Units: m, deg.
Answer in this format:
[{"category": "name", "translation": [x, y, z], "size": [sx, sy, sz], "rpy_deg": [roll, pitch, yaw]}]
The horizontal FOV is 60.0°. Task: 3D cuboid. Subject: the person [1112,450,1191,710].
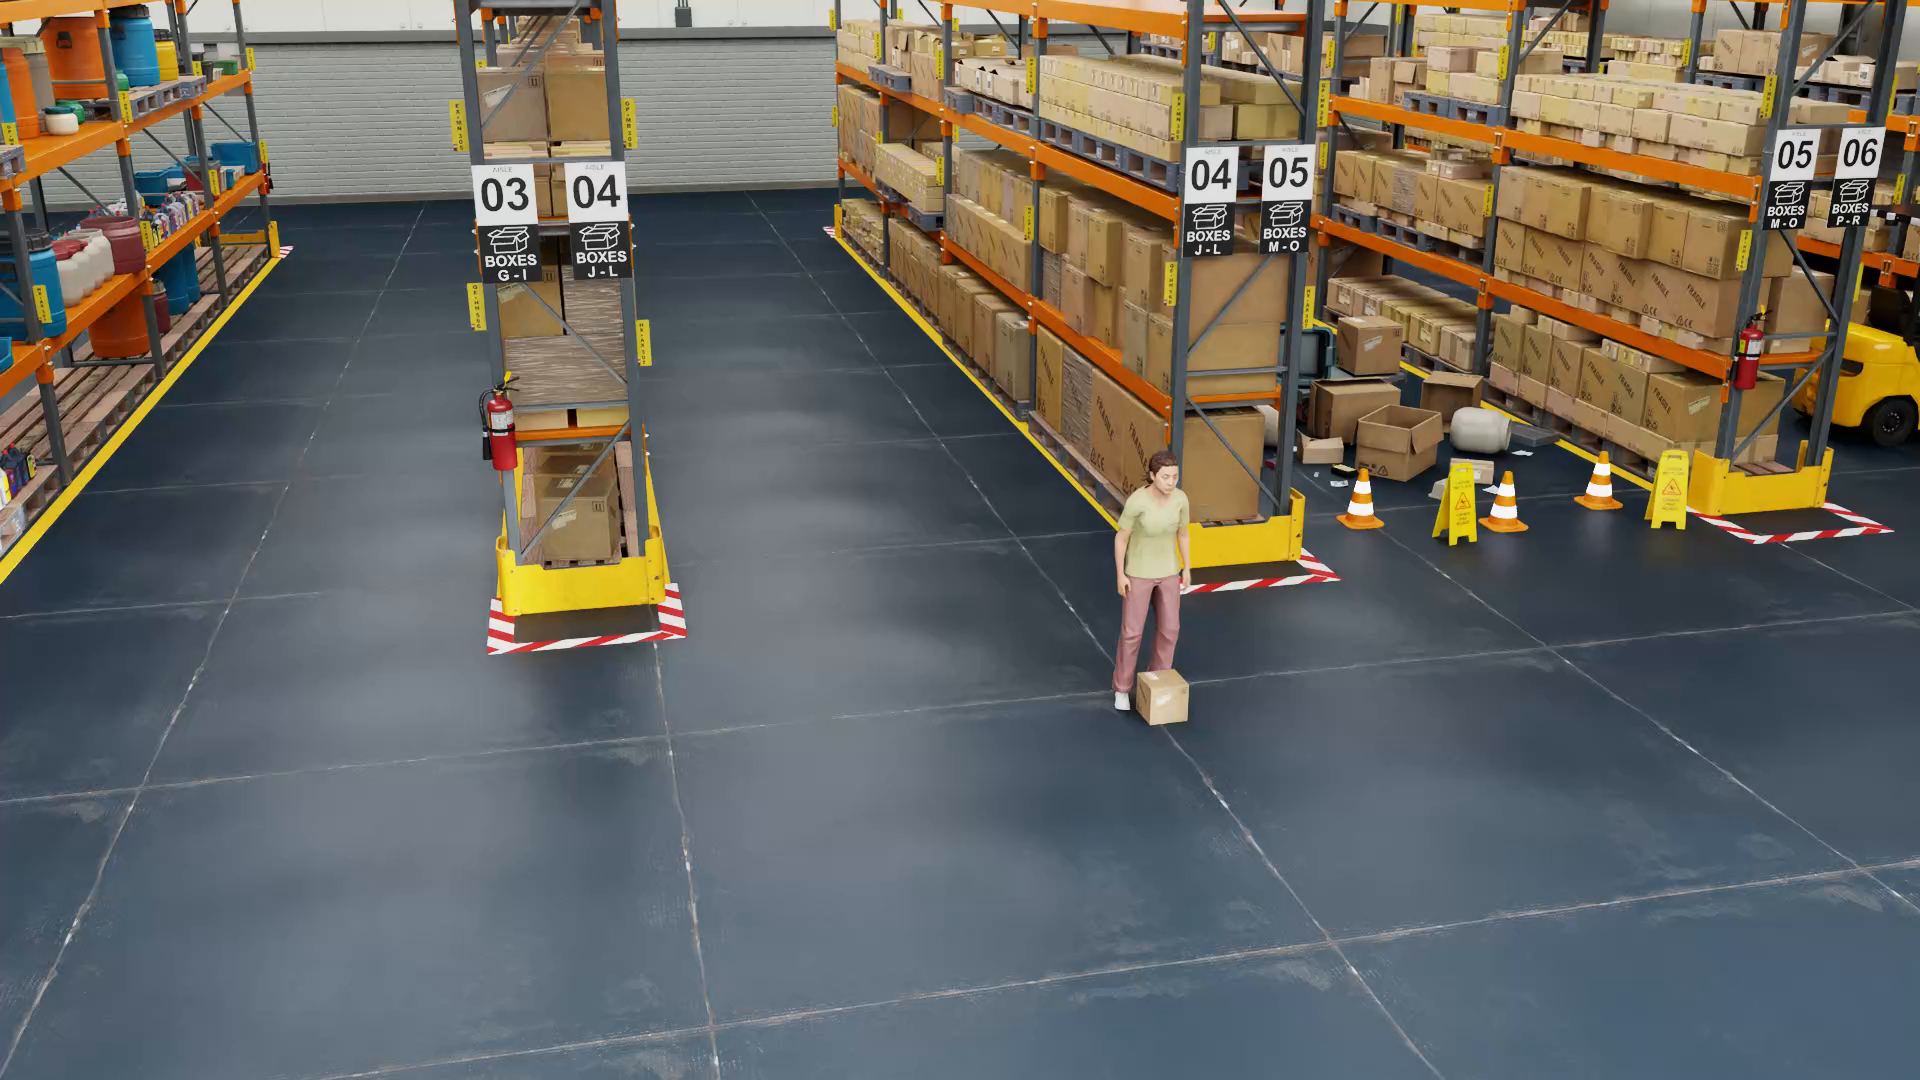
[{"category": "person", "translation": [1.211, 0.234, 10.420], "size": [0.520, 1.673, 0.354], "rpy_deg": [-6, 20, -15]}]
